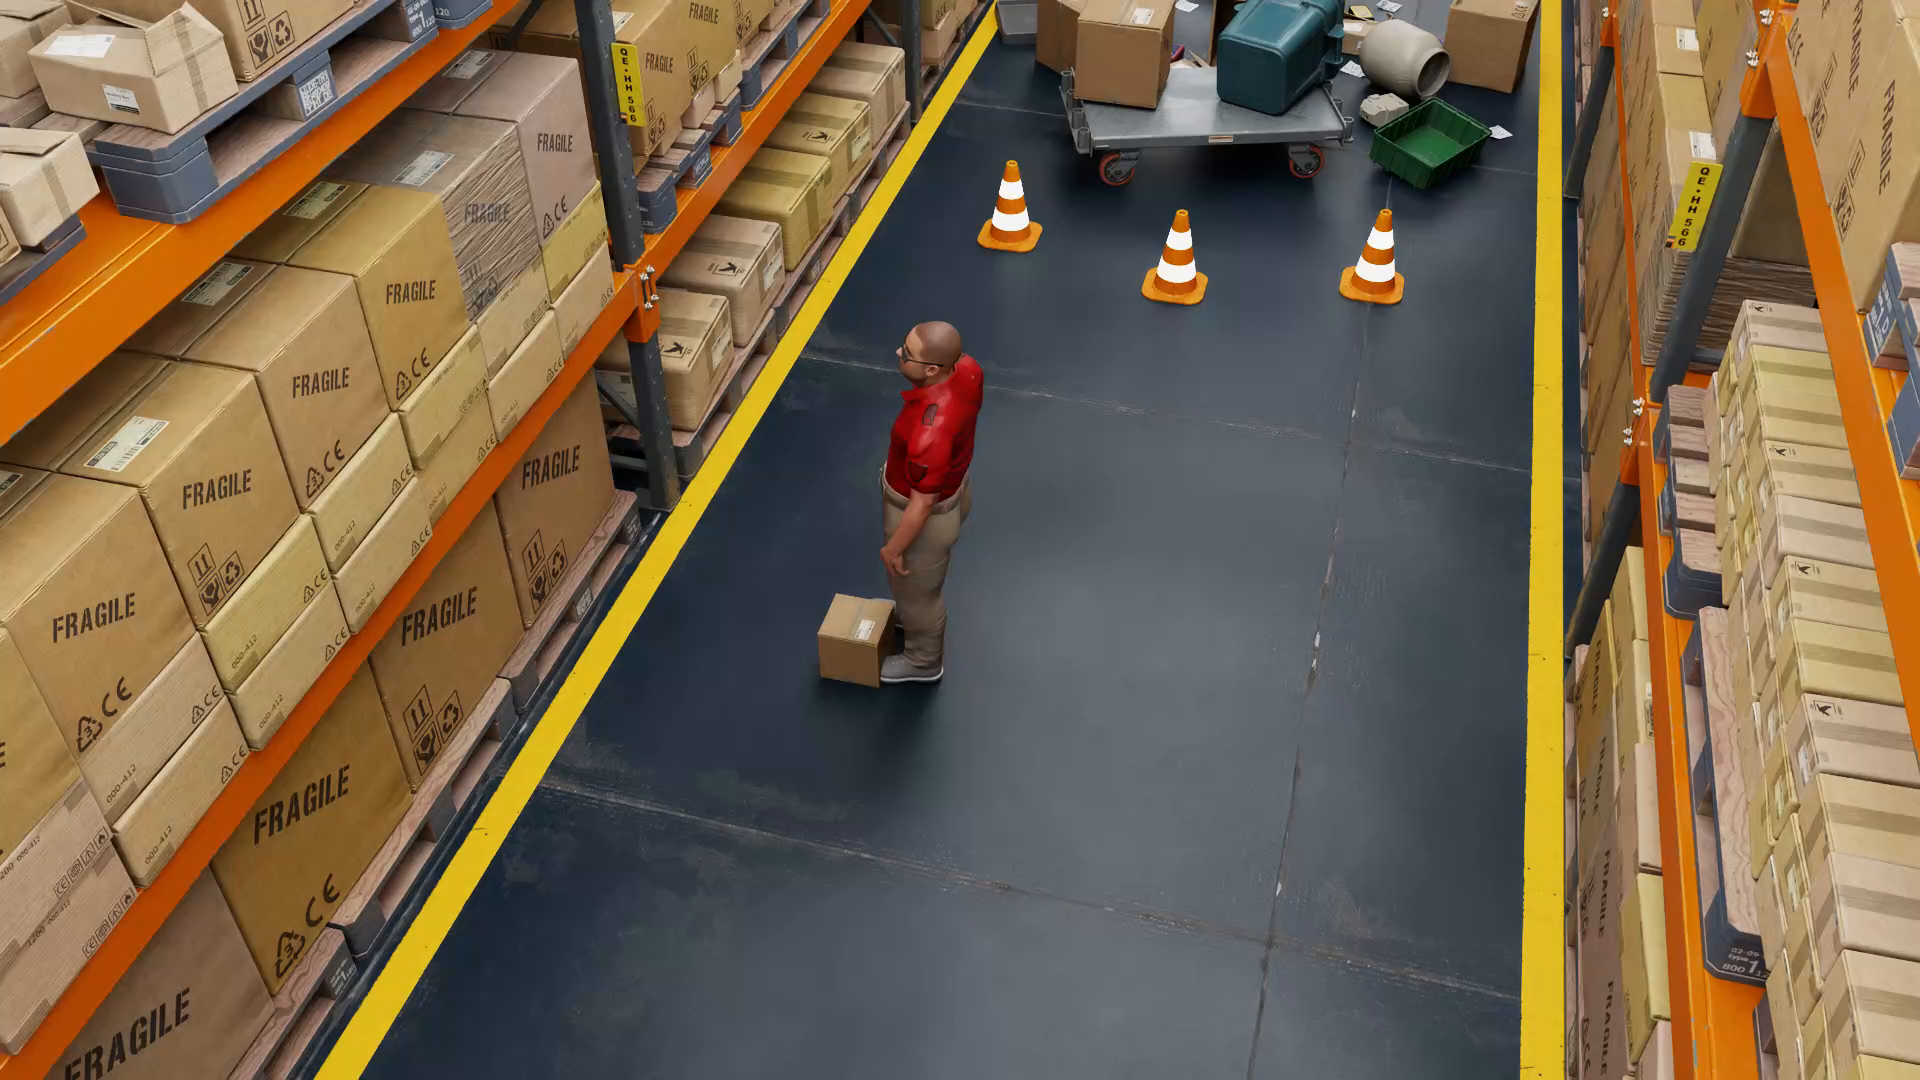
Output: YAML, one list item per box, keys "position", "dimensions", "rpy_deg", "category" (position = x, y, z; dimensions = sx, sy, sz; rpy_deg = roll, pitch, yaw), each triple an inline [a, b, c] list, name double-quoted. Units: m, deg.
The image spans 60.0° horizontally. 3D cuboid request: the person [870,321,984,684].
- position: [-0.218, -0.138, 6.317]
  dimensions: [0.550, 1.728, 0.642]
  rpy_deg: [10, 42, 11]
  category: "person"
